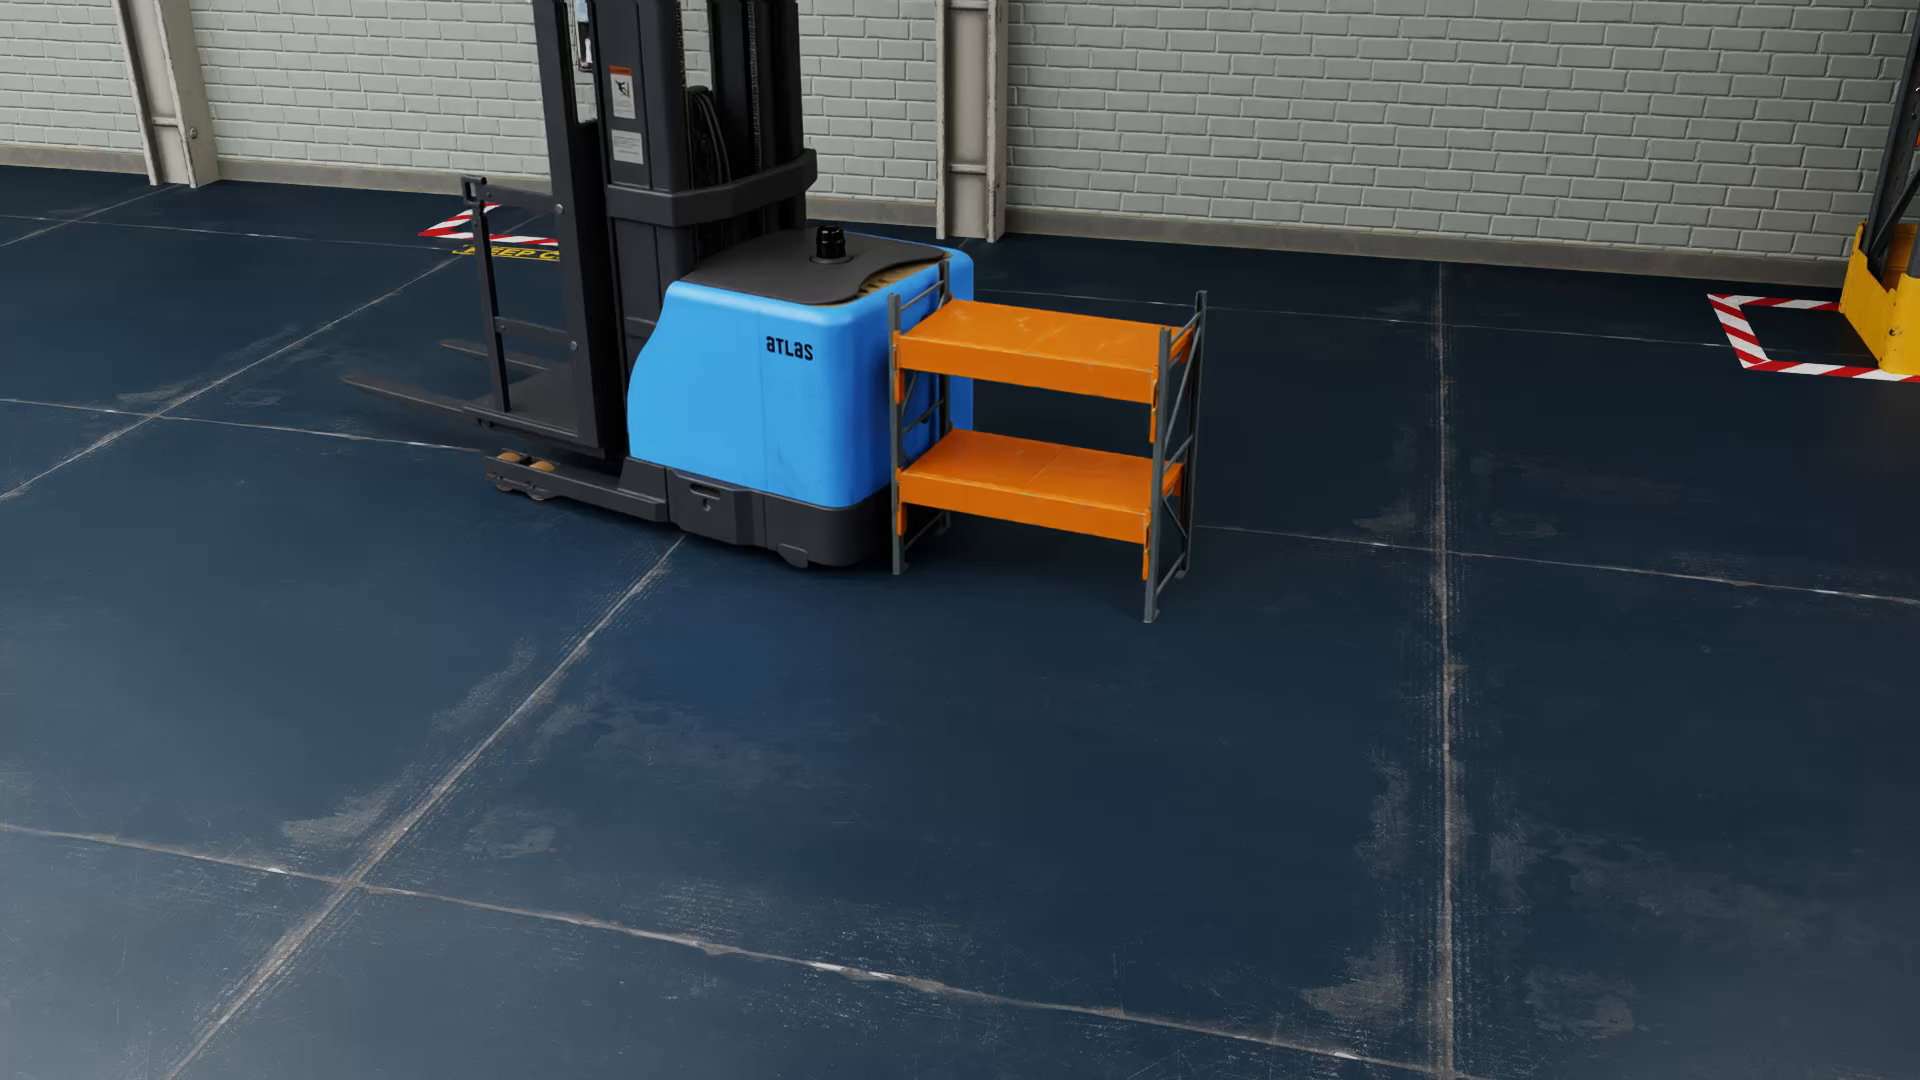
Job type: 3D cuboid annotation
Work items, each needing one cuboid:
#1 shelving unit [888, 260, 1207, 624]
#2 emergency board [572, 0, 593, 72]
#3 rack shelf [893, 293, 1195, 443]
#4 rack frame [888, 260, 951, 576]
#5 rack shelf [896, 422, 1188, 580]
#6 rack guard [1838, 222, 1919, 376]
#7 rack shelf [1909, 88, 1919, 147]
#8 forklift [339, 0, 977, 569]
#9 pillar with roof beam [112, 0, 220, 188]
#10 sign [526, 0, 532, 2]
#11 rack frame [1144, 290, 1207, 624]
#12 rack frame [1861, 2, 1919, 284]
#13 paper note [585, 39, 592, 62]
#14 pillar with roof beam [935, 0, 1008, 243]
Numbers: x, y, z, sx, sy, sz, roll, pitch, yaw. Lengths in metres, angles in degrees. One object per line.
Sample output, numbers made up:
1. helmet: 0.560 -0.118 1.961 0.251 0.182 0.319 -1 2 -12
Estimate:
1. shelving unit: 0.318 -0.385 6.249 1.048 1.125 0.538 10 27 21
2. emergency board: -2.311 -3.653 10.933 0.643 1.169 0.194 6 26 13
3. rack shelf: 0.318 -0.649 6.123 1.000 0.278 0.538 10 27 21
4. rack frame: -0.150 -0.470 6.428 0.032 1.125 0.500 10 27 21
5. rack shelf: 0.318 -0.164 6.354 1.000 0.278 0.538 10 27 21
6. rack guard: 5.064 -1.308 8.916 0.348 0.500 1.175 6 26 13
7. rack shelf: 6.928 -1.906 8.101 4.000 0.370 1.077 6 26 13
8. forklift: -1.458 -1.669 6.845 3.031 2.935 1.130 15 29 28
9. pillar with roof beam: -6.810 -4.931 6.639 0.400 9.000 9.100 6 26 13
10. sign: -2.820 -3.771 11.140 0.234 0.329 0.001 6 26 13
11. rack frame: 0.786 -0.299 6.070 0.032 1.125 0.500 10 27 21
12. rack frame: 4.991 -2.445 8.396 0.127 3.000 1.000 6 26 13
13. paper note: -2.465 -3.303 11.223 0.142 0.148 0.016 6 26 13
14. pillar with roof beam: -0.999 -4.289 5.290 0.400 9.000 9.100 6 26 13
